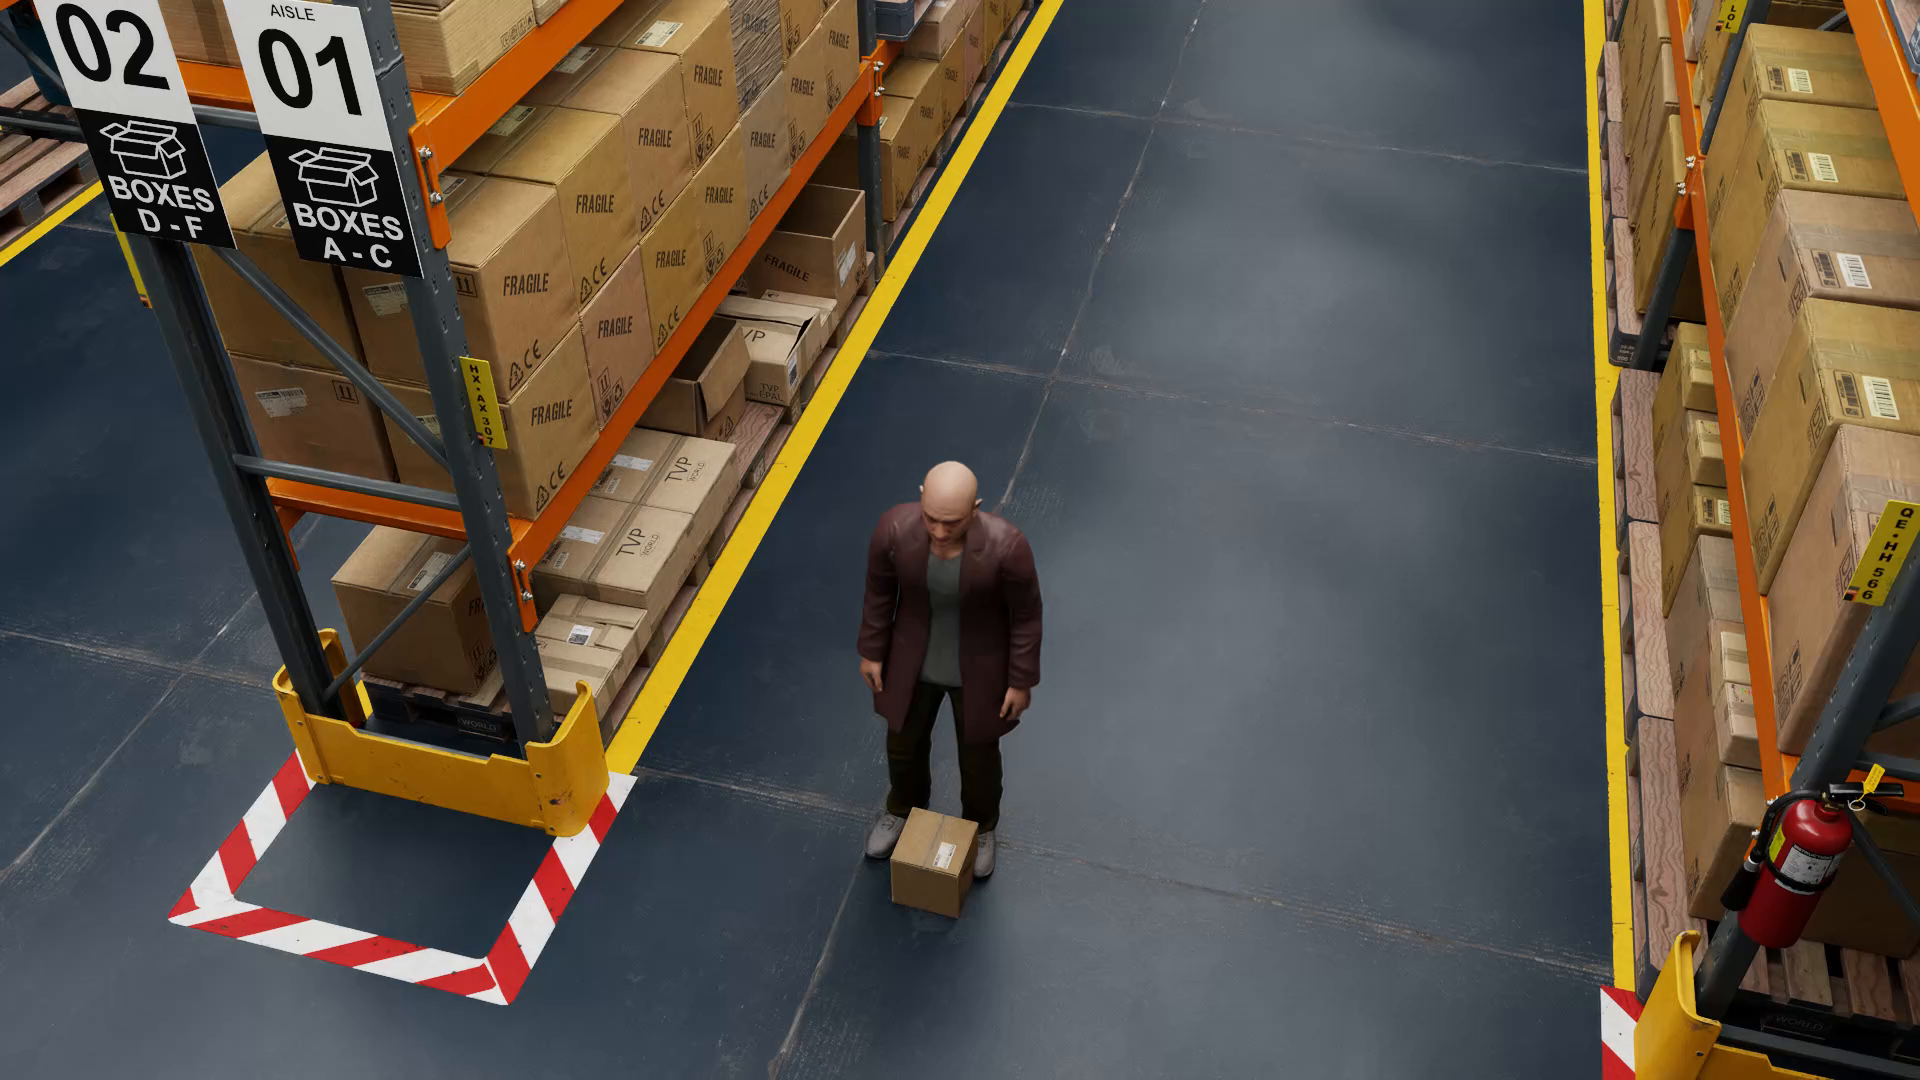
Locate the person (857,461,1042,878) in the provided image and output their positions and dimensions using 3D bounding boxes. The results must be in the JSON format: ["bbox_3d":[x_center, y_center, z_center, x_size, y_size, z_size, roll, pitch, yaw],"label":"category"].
[{"bbox_3d":[-0.039,0.427,5.668,0.644,1.774,0.425,10,42,12],"label":"person"}]
